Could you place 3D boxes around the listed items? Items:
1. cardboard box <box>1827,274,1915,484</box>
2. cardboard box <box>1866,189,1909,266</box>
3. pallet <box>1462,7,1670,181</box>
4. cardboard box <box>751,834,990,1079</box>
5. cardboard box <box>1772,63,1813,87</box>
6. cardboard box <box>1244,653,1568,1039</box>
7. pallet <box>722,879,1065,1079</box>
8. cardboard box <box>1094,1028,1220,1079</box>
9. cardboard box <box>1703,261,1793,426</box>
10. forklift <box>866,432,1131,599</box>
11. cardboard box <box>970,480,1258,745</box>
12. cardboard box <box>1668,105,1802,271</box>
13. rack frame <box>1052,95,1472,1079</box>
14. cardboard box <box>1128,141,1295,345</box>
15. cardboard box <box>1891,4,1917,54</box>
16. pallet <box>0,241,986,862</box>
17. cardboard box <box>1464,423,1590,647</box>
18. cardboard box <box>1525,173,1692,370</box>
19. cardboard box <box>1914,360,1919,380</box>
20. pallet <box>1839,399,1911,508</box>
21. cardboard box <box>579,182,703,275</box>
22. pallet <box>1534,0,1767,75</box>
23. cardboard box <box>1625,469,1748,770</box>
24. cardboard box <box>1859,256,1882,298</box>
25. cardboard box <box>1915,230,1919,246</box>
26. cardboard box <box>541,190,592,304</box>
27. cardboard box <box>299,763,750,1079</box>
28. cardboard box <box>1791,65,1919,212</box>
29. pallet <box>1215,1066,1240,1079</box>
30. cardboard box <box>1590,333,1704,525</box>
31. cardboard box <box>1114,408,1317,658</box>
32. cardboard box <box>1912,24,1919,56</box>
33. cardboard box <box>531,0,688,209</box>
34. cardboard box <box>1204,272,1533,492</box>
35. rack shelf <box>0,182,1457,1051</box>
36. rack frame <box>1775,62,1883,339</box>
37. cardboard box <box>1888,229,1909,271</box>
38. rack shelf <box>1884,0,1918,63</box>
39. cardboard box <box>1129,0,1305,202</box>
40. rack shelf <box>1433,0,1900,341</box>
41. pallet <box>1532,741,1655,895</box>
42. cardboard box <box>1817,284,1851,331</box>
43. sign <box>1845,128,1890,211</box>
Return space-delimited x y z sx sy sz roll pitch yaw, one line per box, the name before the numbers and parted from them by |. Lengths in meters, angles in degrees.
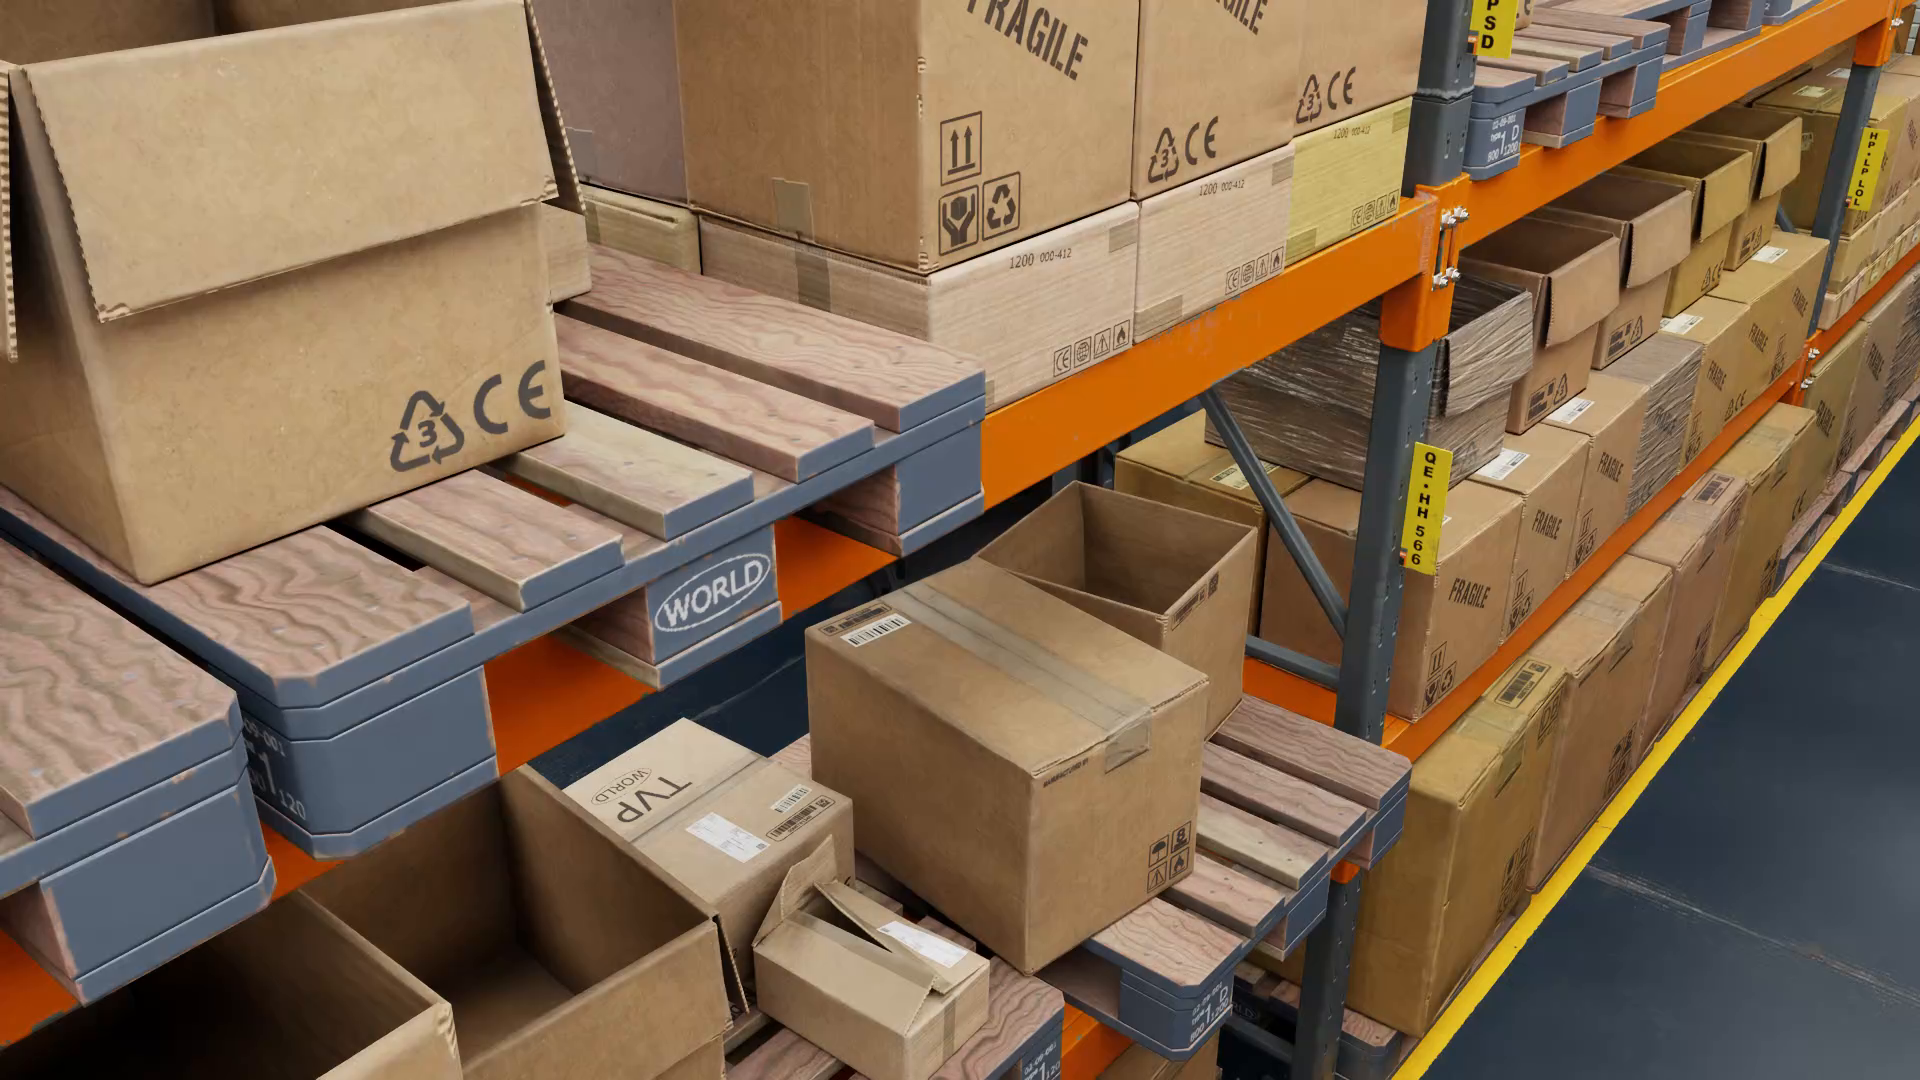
cardboard box | 4.276 -0.939 8.656 0.875 0.875 0.875 21 34 34
cardboard box | 4.043 -1.497 7.719 0.500 0.250 0.500 21 34 34
pallet | 1.046 -1.241 4.325 1.213 0.211 1.003 23 35 37
cardboard box | -0.175 0.795 3.138 0.396 0.266 0.258 20 33 33
cardboard box | 3.629 -1.983 7.842 0.500 0.500 0.500 21 34 35
cardboard box | 1.132 0.770 5.352 1.225 0.875 0.875 19 33 32
pallet | -0.550 1.051 3.164 1.003 0.211 1.213 21 34 34
cardboard box | 0.267 1.410 4.502 0.700 0.500 0.500 19 33 32
cardboard box | 2.815 -0.792 6.408 0.500 0.500 0.500 22 35 36
forklift | 0.163 -0.994 6.981 1.130 2.935 3.031 -6 28 -11
cardboard box | 0.365 0.224 3.987 0.500 0.500 0.500 16 31 28
cardboard box | 2.822 -1.428 6.545 0.797 0.503 0.637 20 33 33
rack frame | 0.677 0.251 4.499 1.000 3.000 0.127 21 34 34
cardboard box | 0.259 -0.594 3.032 0.500 0.250 0.500 21 34 34
cardboard box | 4.934 -2.715 9.257 0.500 0.500 0.500 20 33 33
pallet | -0.735 -0.136 2.187 1.213 0.211 1.003 21 34 34
cardboard box | 1.523 -0.069 5.010 0.500 0.500 0.500 20 33 33
cardboard box | 1.993 -0.963 5.646 0.797 0.503 0.637 22 35 36
cardboard box | 5.420 -1.577 9.890 0.875 0.875 0.875 21 34 34
pallet | 4.541 -0.609 9.198 1.003 0.211 1.213 21 34 34
cardboard box | -0.465 -0.555 2.957 0.500 0.250 0.500 22 34 35
pallet | 1.755 -1.638 5.093 1.003 0.211 1.213 23 35 37
cardboard box | 2.262 0.140 6.570 1.225 0.875 0.875 19 33 33
cardboard box | 4.000 -1.250 7.674 0.380 0.149 0.250 22 35 36
cardboard box | 4.657 -1.616 8.383 0.380 0.149 0.250 20 33 33
cardboard box | -0.752 -0.439 2.367 0.380 0.166 0.250 20 33 33
cardboard box | -0.836 0.796 2.878 0.637 0.503 0.797 -24 36 -39
cardboard box | 4.043 -1.833 7.551 0.500 0.500 0.500 21 34 34
pallet | 0.179 1.767 4.605 1.003 0.211 1.213 21 34 34
cardboard box | 2.165 -0.429 5.705 0.500 0.500 0.500 21 34 35
cardboard box | 0.800 -0.040 4.955 0.500 0.500 0.500 22 35 36
cardboard box | 5.659 -2.734 9.294 0.500 0.500 0.500 21 34 35
cardboard box | -0.460 -0.897 2.801 0.500 0.500 0.500 20 33 33
cardboard box | 1.155 -0.493 4.738 0.797 0.503 0.637 22 35 36
rack shelf | -0.595 -0.052 2.605 1.077 0.370 4.000 21 34 34
rack frame | 3.222 -1.167 7.241 1.000 3.000 0.127 21 34 34
cardboard box | 4.329 -1.434 8.031 0.380 0.149 0.250 20 34 34
rack shelf | 4.494 -2.889 8.088 1.077 0.370 4.000 21 34 34
cardboard box | 0.249 -0.920 2.846 0.500 0.500 0.500 21 34 34
rack shelf | 1.949 -1.470 5.346 1.077 0.370 4.000 21 34 34
pallet | 2.013 0.802 6.470 1.003 0.211 1.213 21 34 34
cardboard box | 3.666 -1.063 7.313 0.380 0.149 0.250 21 34 35
sign | 3.646 -1.491 6.693 0.100 0.325 0.005 21 34 34
